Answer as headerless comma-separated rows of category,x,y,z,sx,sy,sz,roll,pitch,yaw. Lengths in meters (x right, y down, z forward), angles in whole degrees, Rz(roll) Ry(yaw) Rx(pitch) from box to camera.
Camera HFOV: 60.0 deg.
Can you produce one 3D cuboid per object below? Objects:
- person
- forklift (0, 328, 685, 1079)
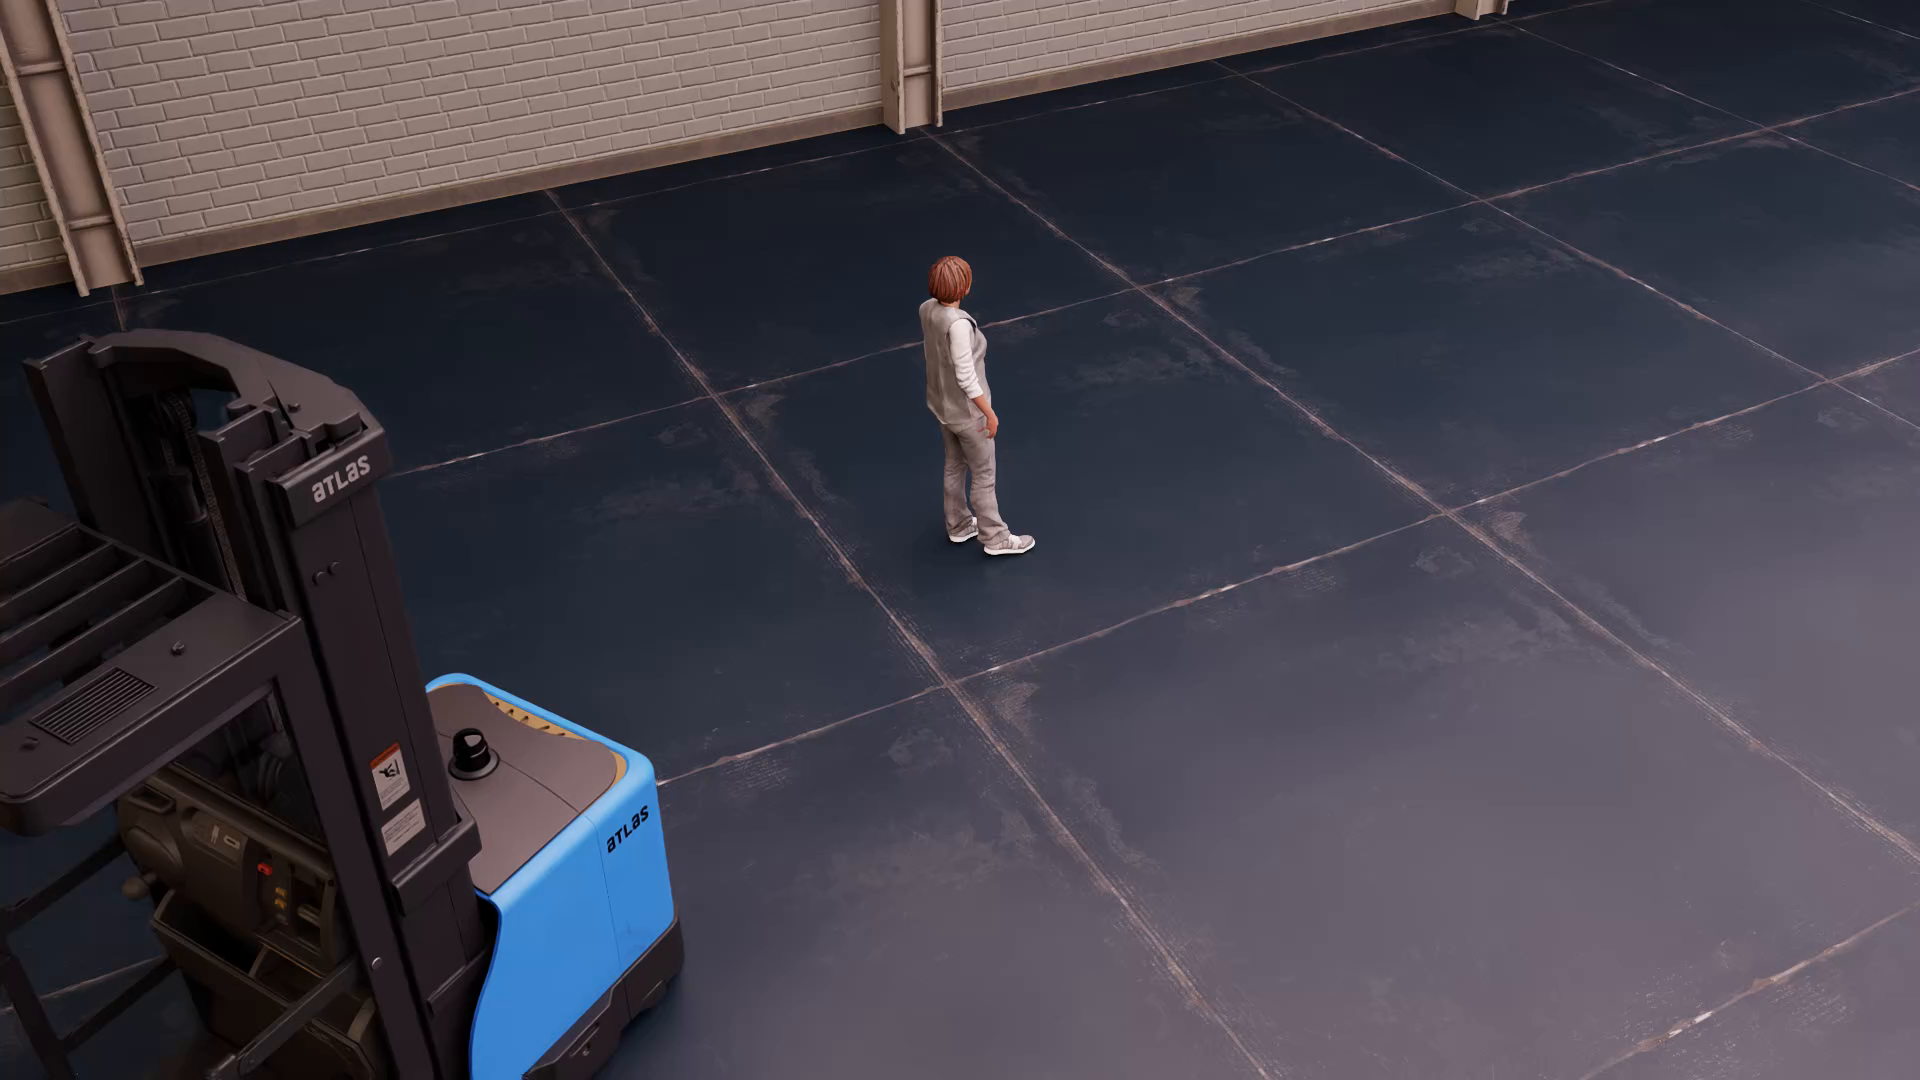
person,0.073,-0.671,8.215,0.473,1.599,0.520,-17,39,-23
forklift,-2.236,1.019,4.681,1.130,2.935,3.031,19,40,25
